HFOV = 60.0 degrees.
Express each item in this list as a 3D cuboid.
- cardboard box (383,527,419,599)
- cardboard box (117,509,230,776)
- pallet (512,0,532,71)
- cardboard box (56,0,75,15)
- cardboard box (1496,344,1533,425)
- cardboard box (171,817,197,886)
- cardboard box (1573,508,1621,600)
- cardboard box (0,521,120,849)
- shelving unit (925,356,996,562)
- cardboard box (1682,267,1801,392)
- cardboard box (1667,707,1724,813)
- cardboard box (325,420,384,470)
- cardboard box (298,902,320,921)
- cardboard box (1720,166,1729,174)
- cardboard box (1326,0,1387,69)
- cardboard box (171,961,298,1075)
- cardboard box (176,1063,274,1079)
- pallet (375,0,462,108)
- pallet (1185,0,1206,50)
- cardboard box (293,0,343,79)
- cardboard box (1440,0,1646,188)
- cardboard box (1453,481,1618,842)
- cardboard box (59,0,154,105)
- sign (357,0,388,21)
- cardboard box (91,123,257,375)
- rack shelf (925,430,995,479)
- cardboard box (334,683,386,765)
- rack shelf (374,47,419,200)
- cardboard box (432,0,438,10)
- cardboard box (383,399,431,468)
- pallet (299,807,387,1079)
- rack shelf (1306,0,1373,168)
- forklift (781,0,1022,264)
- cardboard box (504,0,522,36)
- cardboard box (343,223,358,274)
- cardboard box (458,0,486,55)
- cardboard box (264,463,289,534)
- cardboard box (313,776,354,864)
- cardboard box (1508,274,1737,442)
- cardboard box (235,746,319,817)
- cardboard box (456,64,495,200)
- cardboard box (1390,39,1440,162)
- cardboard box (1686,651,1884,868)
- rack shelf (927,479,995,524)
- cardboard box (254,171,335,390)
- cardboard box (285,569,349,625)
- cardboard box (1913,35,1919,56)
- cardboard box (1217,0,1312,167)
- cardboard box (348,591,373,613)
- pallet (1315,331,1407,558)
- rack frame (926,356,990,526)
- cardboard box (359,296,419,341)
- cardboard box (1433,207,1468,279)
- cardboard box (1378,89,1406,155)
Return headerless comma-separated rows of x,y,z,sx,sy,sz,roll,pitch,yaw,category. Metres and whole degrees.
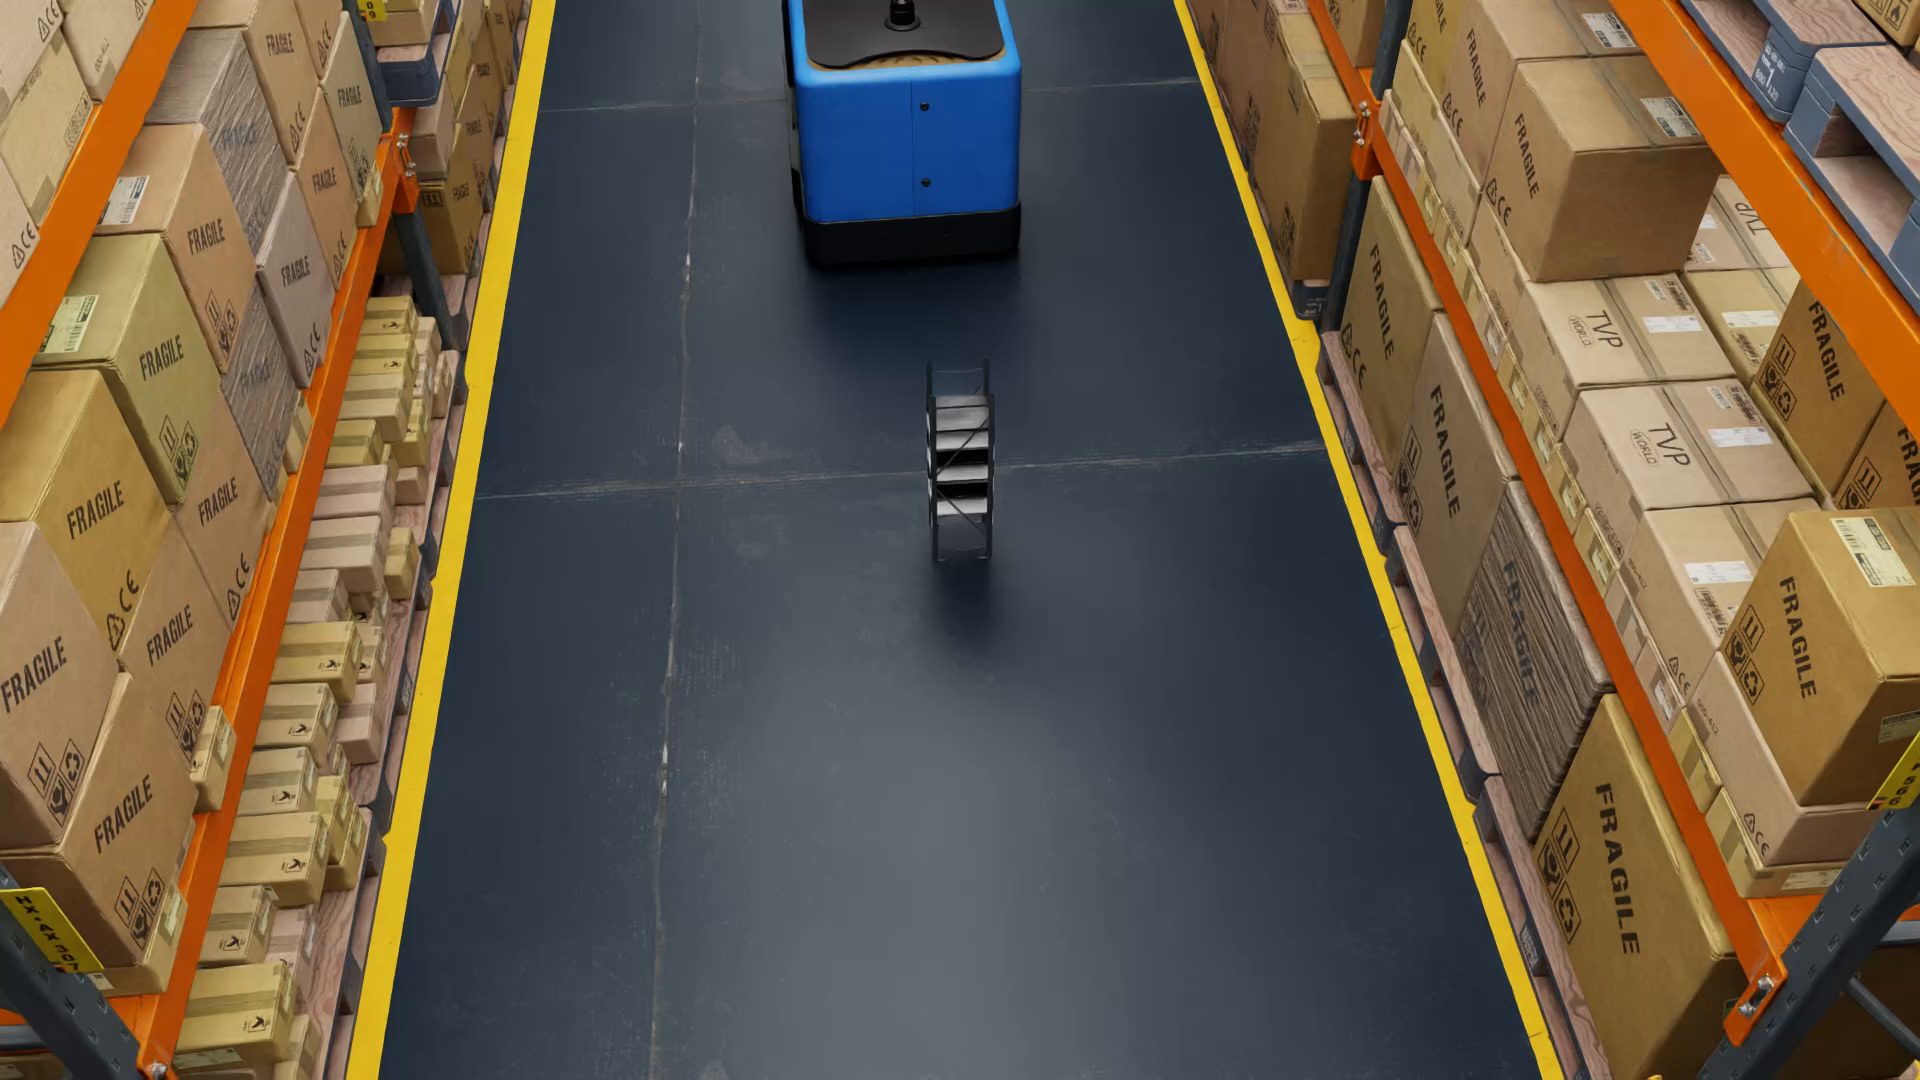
-2.306,0.098,6.402,0.380,0.149,0.250,-4,47,-3,cardboard box
-2.263,0.281,4.281,0.500,0.500,0.500,-3,47,-3,cardboard box
-3.036,-3.119,9.695,1.003,0.211,1.213,-3,47,-3,pallet
-2.327,-1.450,3.887,0.500,0.250,0.500,-5,47,-5,cardboard box
2.011,-0.529,5.495,0.380,0.149,0.250,-5,47,-4,cardboard box
-2.193,0.795,4.241,0.380,0.149,0.250,-2,47,-2,cardboard box
2.076,0.026,4.969,0.380,0.149,0.250,-4,47,-4,cardboard box
-2.203,0.323,3.552,0.500,0.500,0.500,-4,47,-4,cardboard box
0.001,-0.304,6.554,0.258,0.900,0.210,-3,47,-3,shelving unit
2.612,-0.615,5.301,0.500,0.250,0.500,-4,47,-4,cardboard box
2.139,0.577,4.447,0.380,0.149,0.250,-3,47,-3,cardboard box
-2.443,-0.322,6.390,0.380,0.149,0.250,-2,47,-2,cardboard box
-2.286,1.218,5.341,0.380,0.149,0.250,-3,47,-3,cardboard box
2.529,-1.607,5.725,0.500,0.500,0.500,-3,47,-3,cardboard box
1.875,-2.334,6.962,0.500,0.500,0.500,-3,47,-3,cardboard box
-2.135,1.376,4.782,0.380,0.149,0.250,-5,47,-5,cardboard box
-2.218,1.484,4.885,0.380,0.149,0.250,-2,47,-2,cardboard box
-2.684,-2.245,7.079,1.003,0.211,1.213,-3,47,-3,pallet
1.842,-3.338,9.902,1.003,0.211,1.213,-3,47,-3,pallet
-2.456,-1.906,5.663,0.500,0.500,0.500,-5,47,-5,cardboard box
2.005,-1.567,5.687,0.500,0.500,0.500,-3,47,-3,cardboard box
2.311,0.386,5.629,0.875,0.875,0.875,-3,47,-3,cardboard box
-2.341,-1.303,4.092,0.500,0.250,0.500,-4,47,-3,cardboard box
-2.225,-2.086,6.200,0.100,0.325,0.005,-3,47,-3,sign
-2.319,-0.788,4.604,0.500,0.500,0.500,-5,47,-5,cardboard box
0.001,-0.343,6.513,0.258,0.077,0.200,-3,47,-3,rack shelf
-2.249,0.662,5.867,0.380,0.149,0.250,-6,47,-5,cardboard box
-2.932,-2.949,8.109,1.077,0.370,4.000,-3,47,-3,rack shelf
-2.369,-2.321,6.902,0.380,0.149,0.250,-3,47,-3,cardboard box
-2.347,-0.419,6.687,0.380,0.149,0.250,-5,47,-5,cardboard box
-2.469,1.459,5.360,1.003,0.211,1.213,-3,47,-3,pallet
2.019,-3.177,8.325,1.077,0.370,4.000,-3,47,-3,rack shelf
-0.394,-3.420,8.107,1.130,2.935,3.031,-5,47,-5,forklift
-2.745,-3.092,9.181,0.500,0.500,0.500,-2,47,-2,cardboard box
-2.415,-1.094,6.029,0.380,0.149,0.250,-2,47,-2,cardboard box
-2.649,-2.597,8.196,0.500,0.250,0.500,-2,47,-2,cardboard box
-2.312,-0.149,5.134,0.380,0.149,0.250,-2,47,-2,cardboard box
-2.207,0.918,5.420,0.380,0.149,0.250,-2,47,-2,cardboard box
2.083,-0.581,5.269,0.500,0.250,0.500,-3,47,-3,cardboard box
-2.275,0.820,5.309,0.380,0.149,0.250,-6,47,-5,cardboard box
-2.609,-1.968,8.116,0.500,0.500,0.500,-2,47,-1,cardboard box
1.964,-1.673,6.303,0.500,0.250,0.500,-4,47,-4,cardboard box
2.216,0.531,4.216,0.500,0.250,0.500,-4,47,-4,cardboard box
0.001,-0.157,6.709,0.258,0.077,0.200,-3,47,-3,rack shelf
-2.360,-0.818,5.321,0.500,0.500,0.500,-4,47,-4,cardboard box
-2.382,0.249,5.849,0.380,0.149,0.250,-3,47,-3,cardboard box
2.497,-1.116,3.384,0.700,0.500,0.500,-5,47,-5,cardboard box
2.037,-2.500,8.362,1.225,0.875,0.875,-5,47,-5,cardboard box
-2.380,0.146,6.151,0.380,0.149,0.250,-5,47,-5,cardboard box
2.172,-0.464,7.180,1.003,0.211,1.213,-3,47,-3,pallet
-0.008,-0.377,6.624,0.240,0.900,0.006,-3,47,-3,rack frame
-2.476,-0.876,6.915,0.380,0.149,0.250,-2,47,-2,cardboard box
1.948,-1.086,6.022,0.380,0.149,0.250,-5,47,-4,cardboard box
1.879,-1.657,6.563,0.380,0.149,0.250,-3,47,-3,cardboard box
